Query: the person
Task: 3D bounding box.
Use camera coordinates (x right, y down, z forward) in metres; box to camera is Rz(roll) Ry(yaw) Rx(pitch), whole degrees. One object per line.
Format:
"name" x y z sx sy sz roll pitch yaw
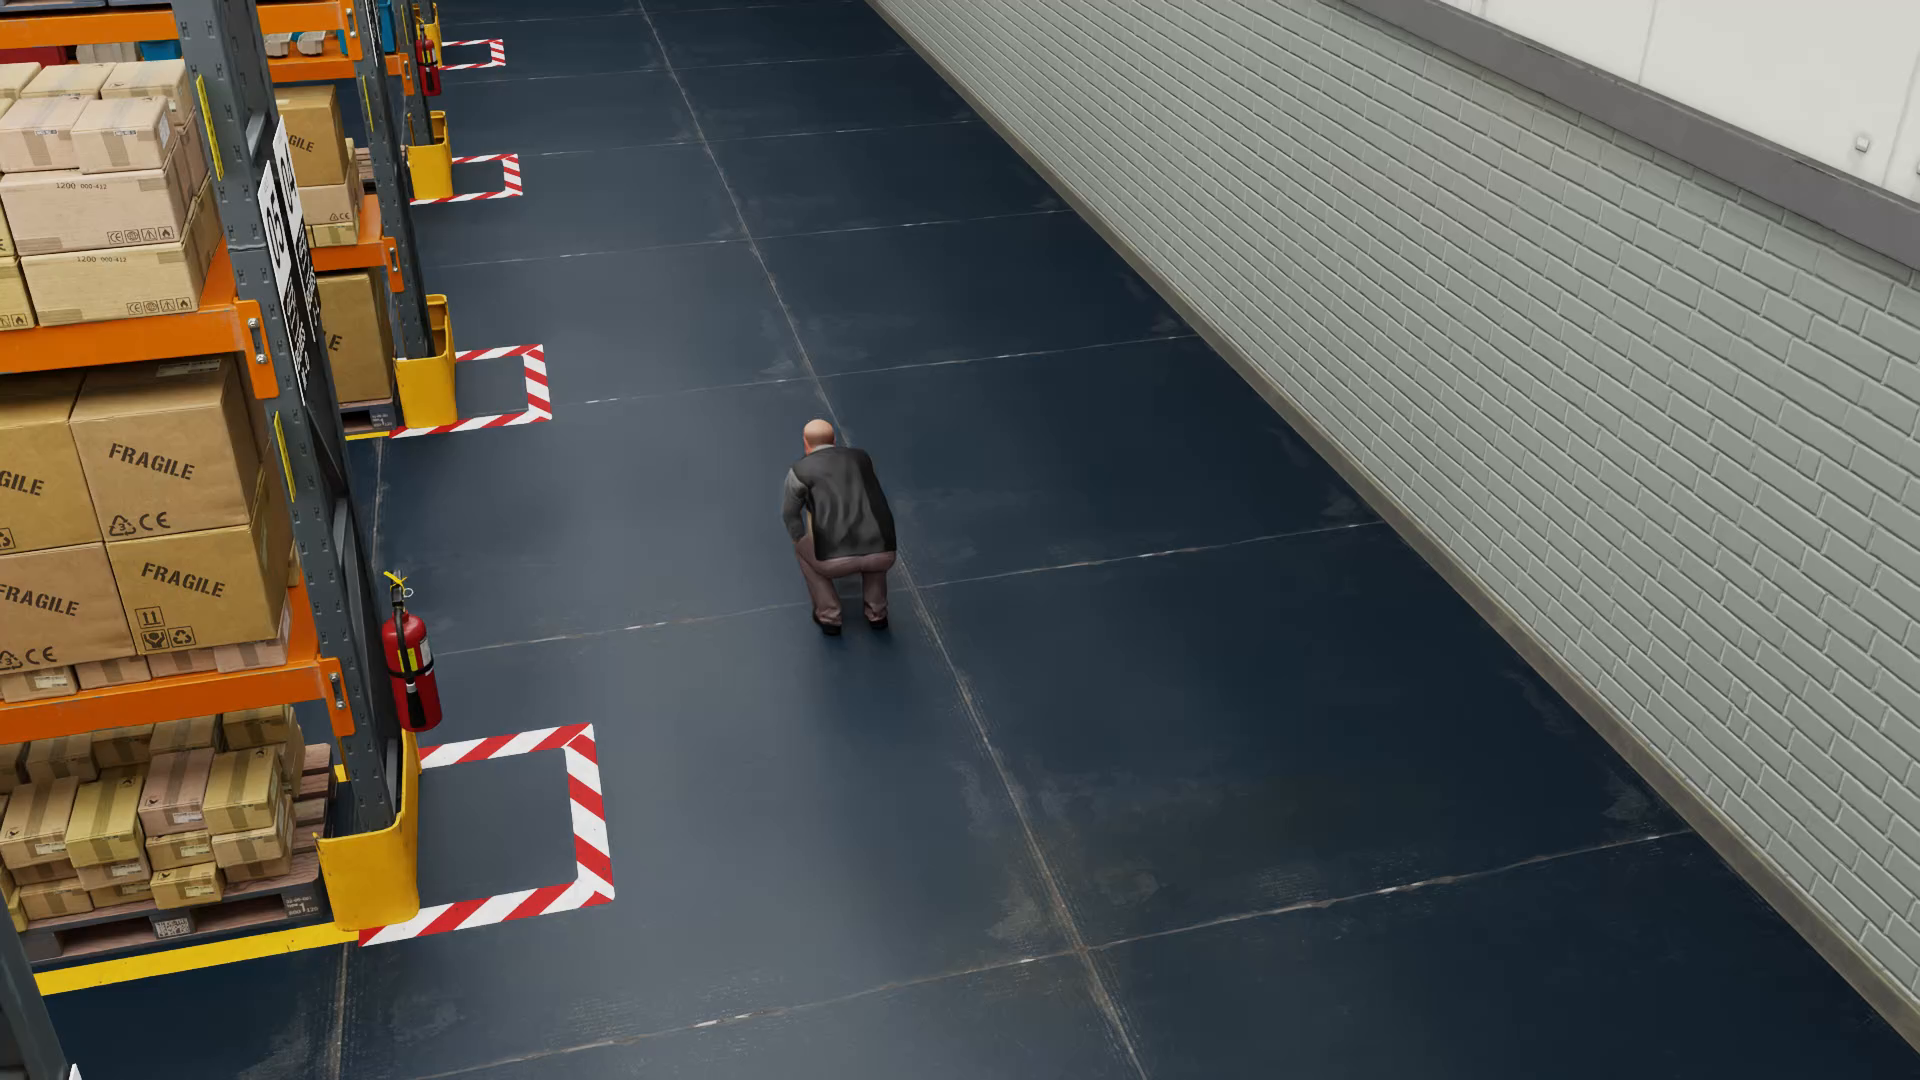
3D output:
"person" -0.662 -0.051 9.036 0.551 1.042 0.847 -8 31 -13
